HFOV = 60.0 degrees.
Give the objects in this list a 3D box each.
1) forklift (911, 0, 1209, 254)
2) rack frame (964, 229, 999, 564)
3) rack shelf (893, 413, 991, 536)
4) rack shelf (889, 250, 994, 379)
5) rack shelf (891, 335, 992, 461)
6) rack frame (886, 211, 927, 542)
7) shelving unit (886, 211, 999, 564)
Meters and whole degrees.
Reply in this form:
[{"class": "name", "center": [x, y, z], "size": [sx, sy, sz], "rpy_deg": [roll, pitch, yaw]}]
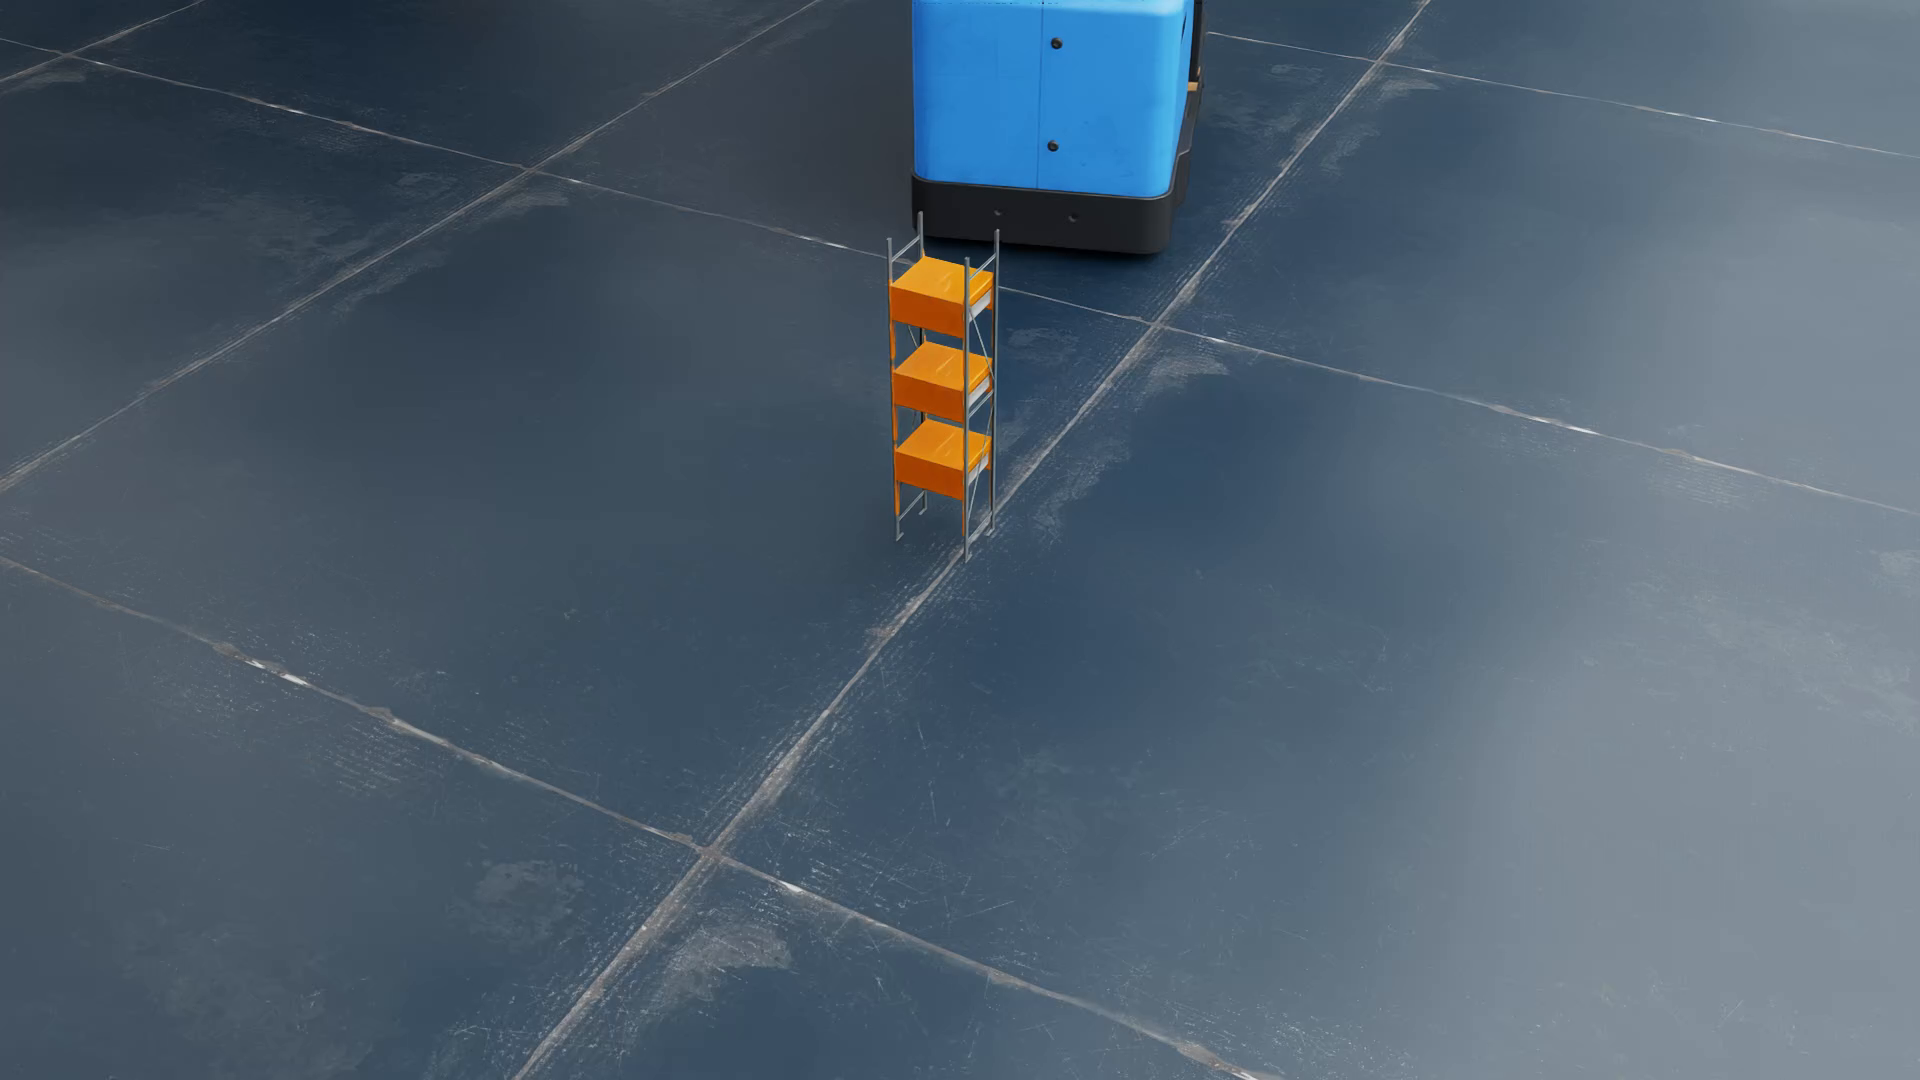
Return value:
[{"class": "forklift", "center": [0.576, -3.197, 7.037], "size": [1.130, 2.935, 3.031], "rpy_deg": [6, 38, 8]}, {"class": "rack frame", "center": [0.061, -0.399, 4.907], "size": [0.008, 1.050, 0.200], "rpy_deg": [17, 41, 21]}, {"class": "rack shelf", "center": [-0.048, -0.203, 5.127], "size": [0.240, 0.259, 0.215], "rpy_deg": [17, 41, 21]}, {"class": "rack shelf", "center": [-0.048, -0.651, 4.787], "size": [0.240, 0.259, 0.215], "rpy_deg": [17, 41, 21]}, {"class": "rack shelf", "center": [-0.048, -0.425, 4.959], "size": [0.240, 0.259, 0.215], "rpy_deg": [17, 41, 21]}, {"class": "rack frame", "center": [-0.156, -0.467, 4.997], "size": [0.008, 1.050, 0.200], "rpy_deg": [17, 41, 21]}, {"class": "shelving unit", "center": [-0.048, -0.433, 4.952], "size": [0.252, 1.050, 0.215], "rpy_deg": [17, 41, 21]}]
